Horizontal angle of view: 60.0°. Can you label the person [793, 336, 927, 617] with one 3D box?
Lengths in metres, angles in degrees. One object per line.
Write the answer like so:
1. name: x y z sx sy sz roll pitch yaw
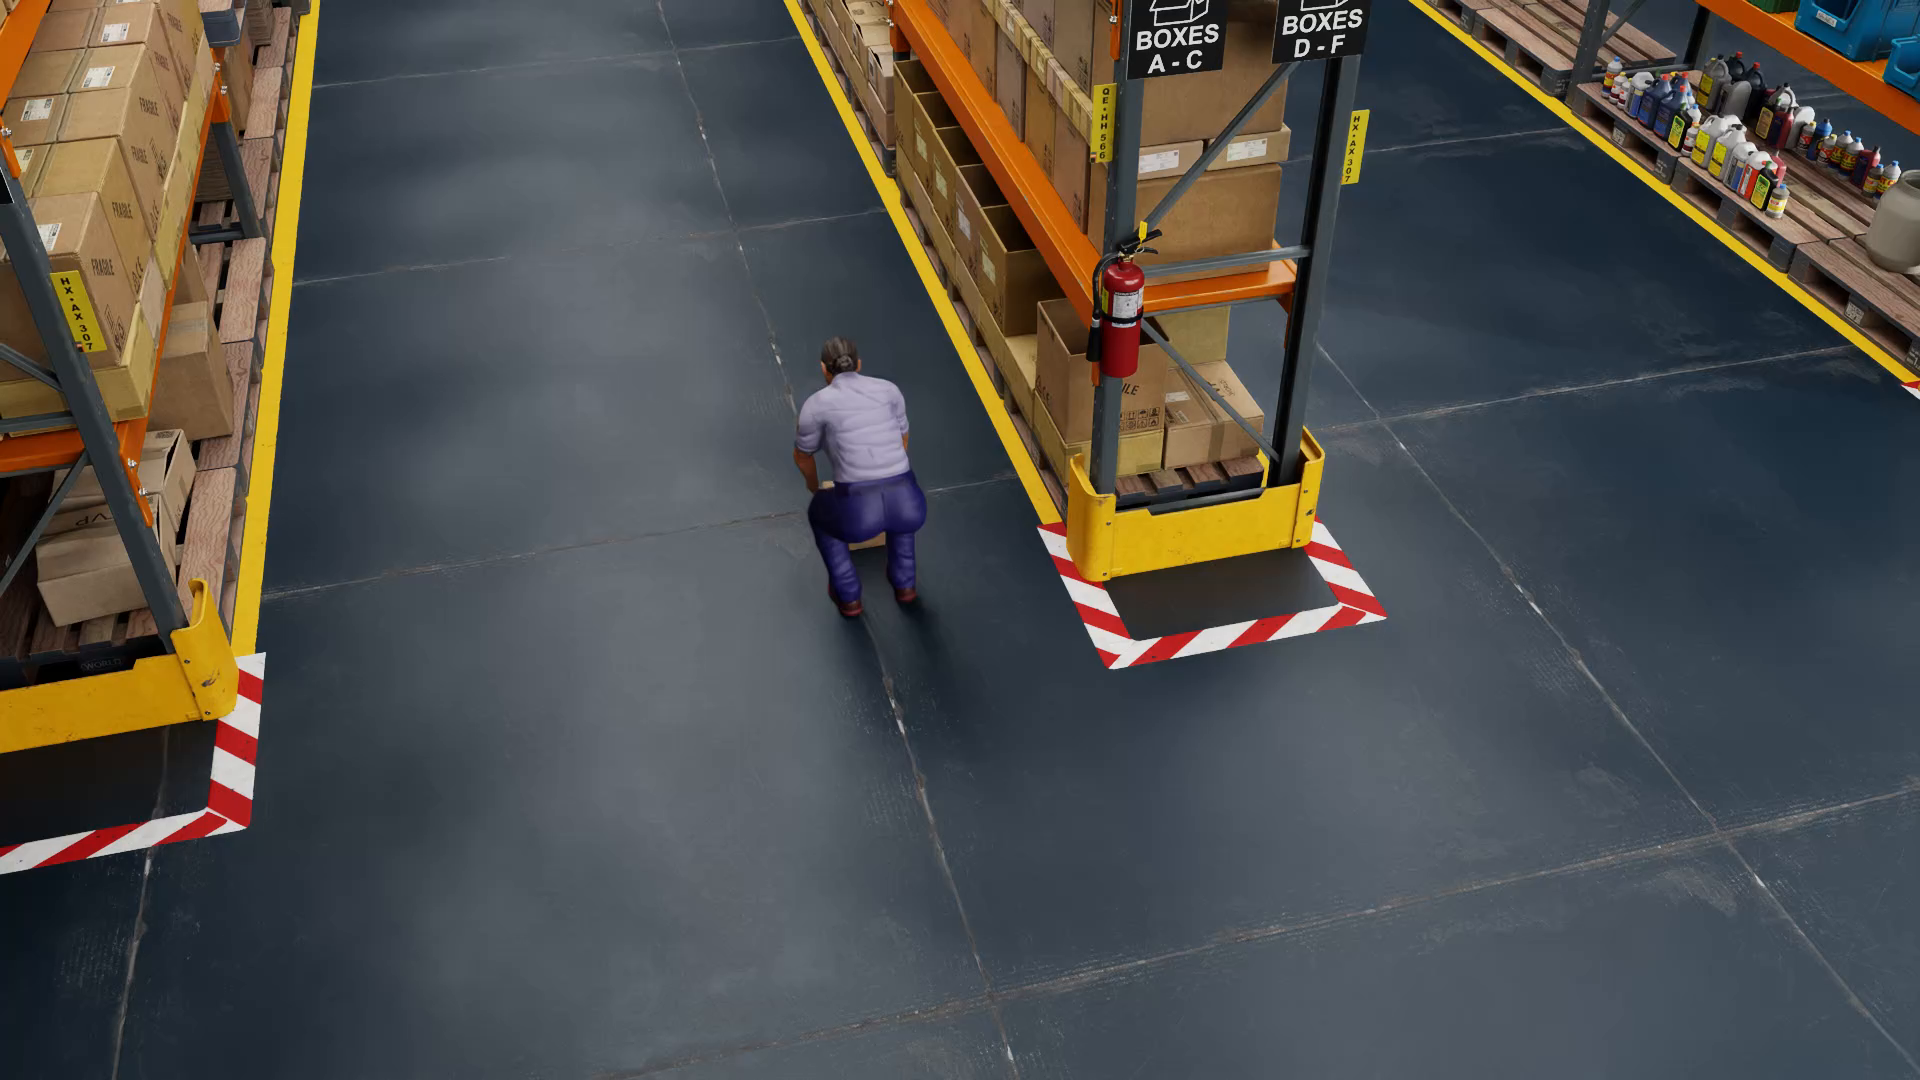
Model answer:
1. person: -0.444 -0.241 7.398 0.536 1.197 0.741 -9 39 -12
